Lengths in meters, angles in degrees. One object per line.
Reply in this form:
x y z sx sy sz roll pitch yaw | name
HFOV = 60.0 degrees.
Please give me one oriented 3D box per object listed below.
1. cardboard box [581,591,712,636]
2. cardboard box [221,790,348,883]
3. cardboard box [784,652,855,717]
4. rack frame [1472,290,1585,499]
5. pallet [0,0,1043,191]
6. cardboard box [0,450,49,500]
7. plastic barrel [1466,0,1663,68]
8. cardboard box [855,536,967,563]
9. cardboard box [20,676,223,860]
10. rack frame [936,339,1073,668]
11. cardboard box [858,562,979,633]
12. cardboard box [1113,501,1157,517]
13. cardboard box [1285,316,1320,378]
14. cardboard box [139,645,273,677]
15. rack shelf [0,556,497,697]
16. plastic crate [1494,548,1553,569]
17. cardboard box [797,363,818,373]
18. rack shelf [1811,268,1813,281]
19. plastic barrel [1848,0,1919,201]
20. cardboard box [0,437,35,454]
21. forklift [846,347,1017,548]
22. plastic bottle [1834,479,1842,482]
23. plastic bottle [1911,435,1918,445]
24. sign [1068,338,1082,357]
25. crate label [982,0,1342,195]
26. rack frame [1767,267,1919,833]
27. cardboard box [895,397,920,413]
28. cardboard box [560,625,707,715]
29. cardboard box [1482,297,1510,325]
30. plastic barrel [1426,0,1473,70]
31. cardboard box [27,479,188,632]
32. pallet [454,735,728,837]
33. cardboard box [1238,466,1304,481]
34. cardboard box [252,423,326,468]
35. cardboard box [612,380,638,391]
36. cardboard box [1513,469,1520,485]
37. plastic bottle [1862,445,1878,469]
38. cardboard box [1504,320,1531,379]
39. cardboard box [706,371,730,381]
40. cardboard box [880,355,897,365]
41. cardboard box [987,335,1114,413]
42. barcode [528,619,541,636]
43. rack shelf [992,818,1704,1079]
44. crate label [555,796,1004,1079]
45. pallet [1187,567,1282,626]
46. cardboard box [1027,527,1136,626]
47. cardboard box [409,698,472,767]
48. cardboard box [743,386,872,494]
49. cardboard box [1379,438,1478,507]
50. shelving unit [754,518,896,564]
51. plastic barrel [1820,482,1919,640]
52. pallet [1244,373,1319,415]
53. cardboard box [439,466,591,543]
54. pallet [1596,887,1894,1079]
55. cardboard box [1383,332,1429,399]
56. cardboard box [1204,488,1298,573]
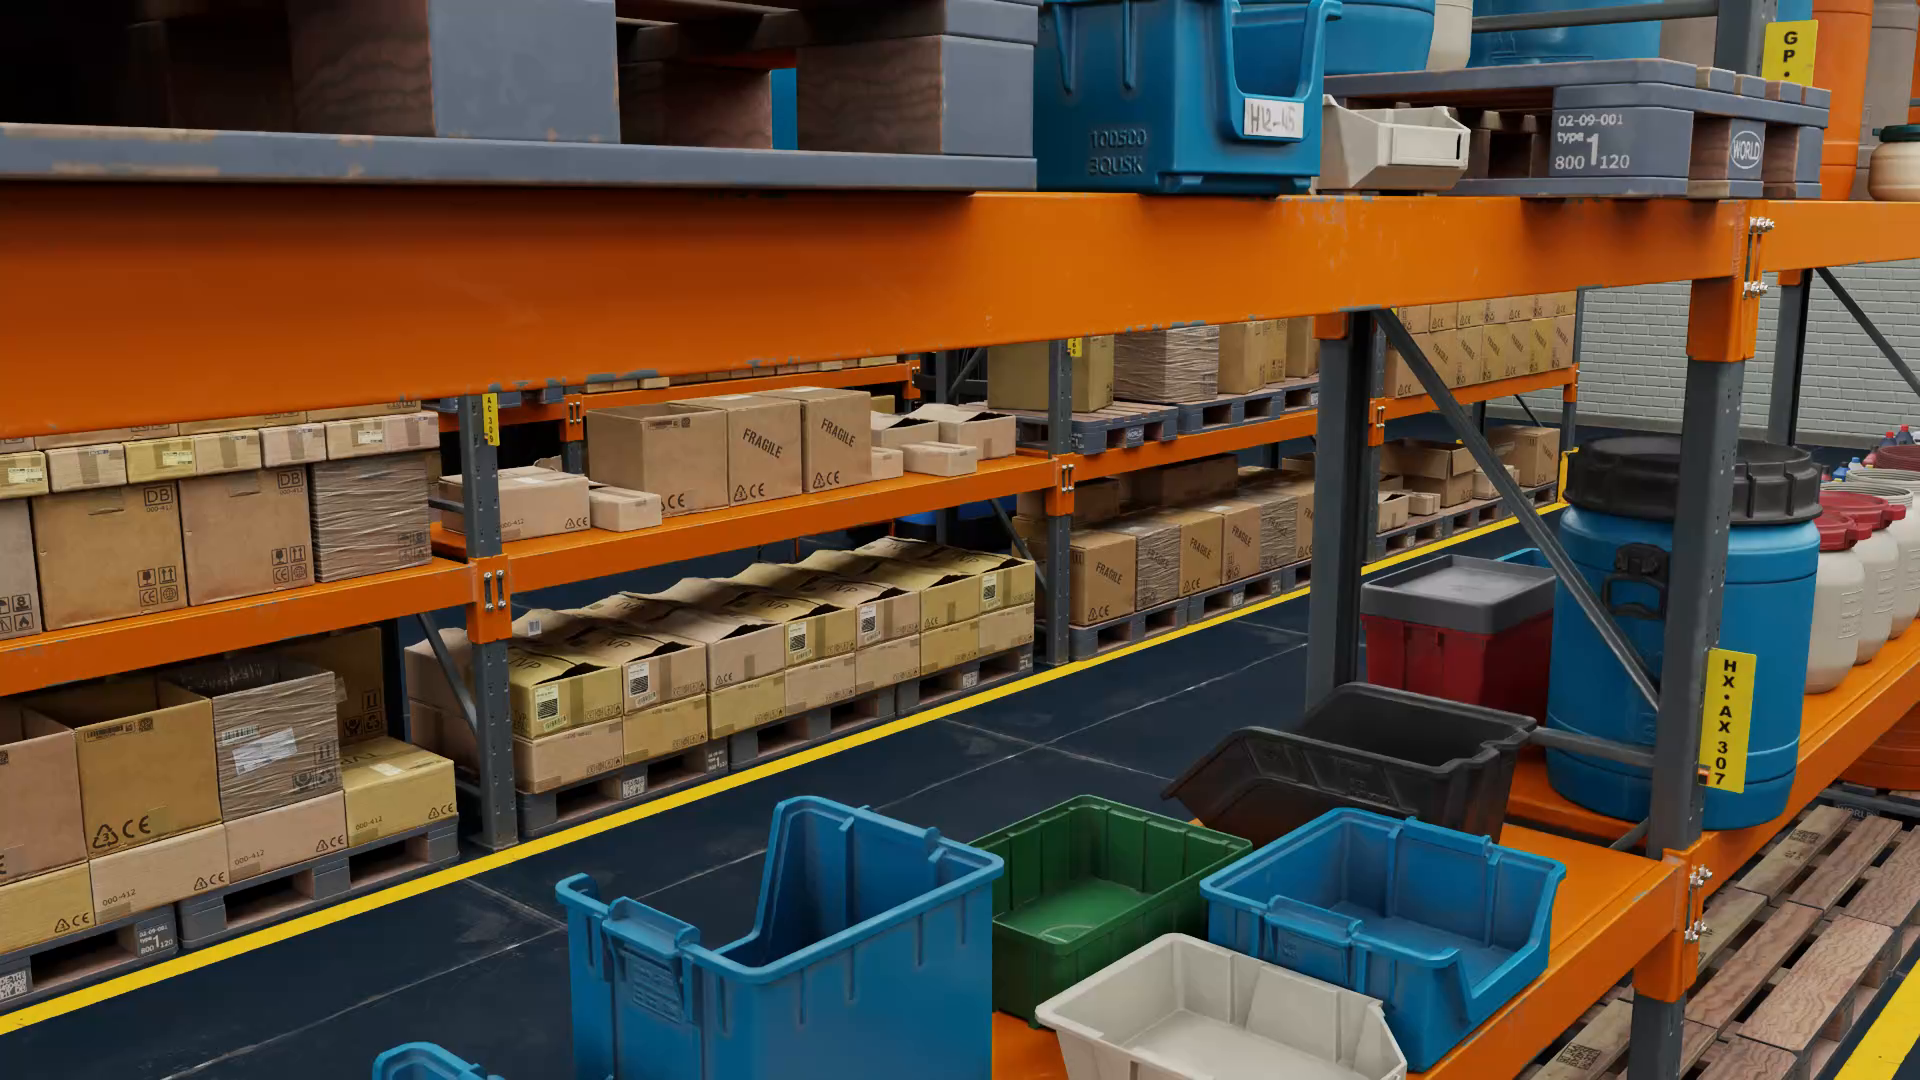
-1.657 0.453 8.799 0.500 0.311 0.500 10 15 40 | cardboard box
-2.858 1.144 6.771 0.500 0.250 0.500 10 15 40 | cardboard box
-0.912 0.722 8.886 0.500 0.250 0.500 10 15 41 | cardboard box
5.543 -1.932 16.228 1.000 3.000 0.127 10 15 40 | rack frame
-0.681 -0.425 1.503 1.003 0.211 1.213 10 15 40 | pallet
-3.410 -0.240 5.844 0.380 0.149 0.250 10 15 42 | cardboard box
1.512 -1.346 4.351 0.600 0.901 0.708 10 15 40 | plastic barrel
-0.305 0.151 10.312 0.500 0.311 0.500 10 15 42 | cardboard box
-3.187 0.850 6.328 0.500 0.500 0.500 10 15 40 | cardboard box
0.262 -0.755 10.335 1.000 3.000 0.127 10 15 40 | rack frame
-0.237 0.298 9.576 0.500 0.311 0.500 9 15 39 | cardboard box
1.045 0.011 11.758 0.500 0.500 0.500 9 14 38 | cardboard box
2.421 -1.558 13.026 0.700 0.500 0.500 4 12 21 | cardboard box
-3.244 0.710 7.031 0.500 0.500 0.500 10 15 40 | cardboard box
-3.699 0.480 5.985 1.077 0.370 4.000 10 15 40 | rack shelf
1.834 0.279 5.194 0.392 0.384 0.575 10 15 40 | plastic crate
-1.527 -1.638 15.343 0.380 0.149 0.250 10 15 40 | cardboard box
5.300 -1.527 8.375 1.077 0.370 4.000 10 15 40 | rack shelf
3.275 -1.738 6.318 0.600 0.901 0.600 0 11 0 | plastic barrel
-3.661 -0.564 5.811 0.700 0.500 0.500 10 15 40 | cardboard box
0.451 -1.523 14.354 3.031 2.935 1.130 -11 16 -43 | forklift
4.233 -0.195 8.034 0.097 0.201 0.097 0 11 0 | plastic bottle
5.167 -0.437 9.070 0.097 0.271 0.097 0 11 0 | plastic bottle
0.681 -1.252 9.864 0.100 0.325 0.005 10 15 40 | sign
0.183 -0.568 2.118 0.502 0.251 0.408 10 15 40 | crate label
3.980 -0.114 7.125 1.000 3.000 0.127 10 15 40 | rack frame
-0.495 -1.383 17.131 0.380 0.149 0.250 10 15 40 | cardboard box
-1.584 0.599 8.070 0.500 0.311 0.500 10 15 40 | cardboard box
4.445 -2.144 14.478 0.500 0.500 0.500 10 15 42 | cardboard box
0.908 -1.220 3.643 0.421 0.512 0.421 0 11 0 | plastic barrel
-3.344 0.002 6.288 0.700 0.500 0.500 10 15 41 | cardboard box
-1.922 1.087 8.229 1.003 0.211 1.213 10 15 40 | pallet
2.400 -0.294 13.284 0.500 0.500 0.500 9 14 38 | cardboard box
-2.733 -0.391 6.600 0.380 0.149 0.250 9 15 39 | cardboard box
-2.898 -1.336 13.834 0.380 0.149 0.250 10 15 41 | cardboard box
5.034 -0.599 15.662 0.380 0.166 0.250 10 15 40 | cardboard box
4.681 -0.340 8.553 0.061 0.283 0.133 10 15 40 | plastic bottle
4.778 -1.731 14.963 0.500 0.500 0.500 10 15 41 | cardboard box
-2.242 -1.493 14.620 0.380 0.149 0.250 10 15 41 | cardboard box
-0.832 -1.784 16.075 0.380 0.149 0.250 10 15 41 | cardboard box
0.593 -1.118 10.821 0.700 0.500 0.500 4 12 21 | cardboard box
-1.897 0.389 7.414 0.001 0.075 0.075 10 15 40 | barcode
0.019 1.121 2.776 1.077 0.370 4.000 10 15 40 | rack shelf
-0.289 0.740 2.760 0.502 0.435 0.616 10 15 40 | crate label
1.588 0.329 12.028 1.003 0.211 1.213 10 15 40 | pallet
0.777 0.225 10.687 0.500 0.500 0.500 11 15 43 | cardboard box
-2.323 0.877 8.109 0.500 0.250 0.500 10 15 40 | cardboard box
-0.834 -0.555 9.078 0.500 0.500 0.500 9 14 37 | cardboard box
4.139 -0.612 14.870 0.797 0.503 0.637 10 15 40 | cardboard box
-1.061 -0.356 13.120 1.048 1.125 0.538 -11 16 -43 | shelving unit
3.183 0.072 5.908 0.421 0.512 0.421 0 11 0 | plastic barrel
2.293 -1.146 12.782 1.003 0.211 1.213 10 15 40 | pallet
-2.086 -0.171 7.794 0.500 0.250 0.500 11 16 44 | cardboard box
2.634 1.541 5.958 1.003 0.211 1.213 10 15 40 | pallet
3.443 -1.433 13.470 0.500 0.500 0.500 10 15 42 | cardboard box
2.128 -0.079 12.206 0.500 0.500 0.500 10 15 41 | cardboard box
